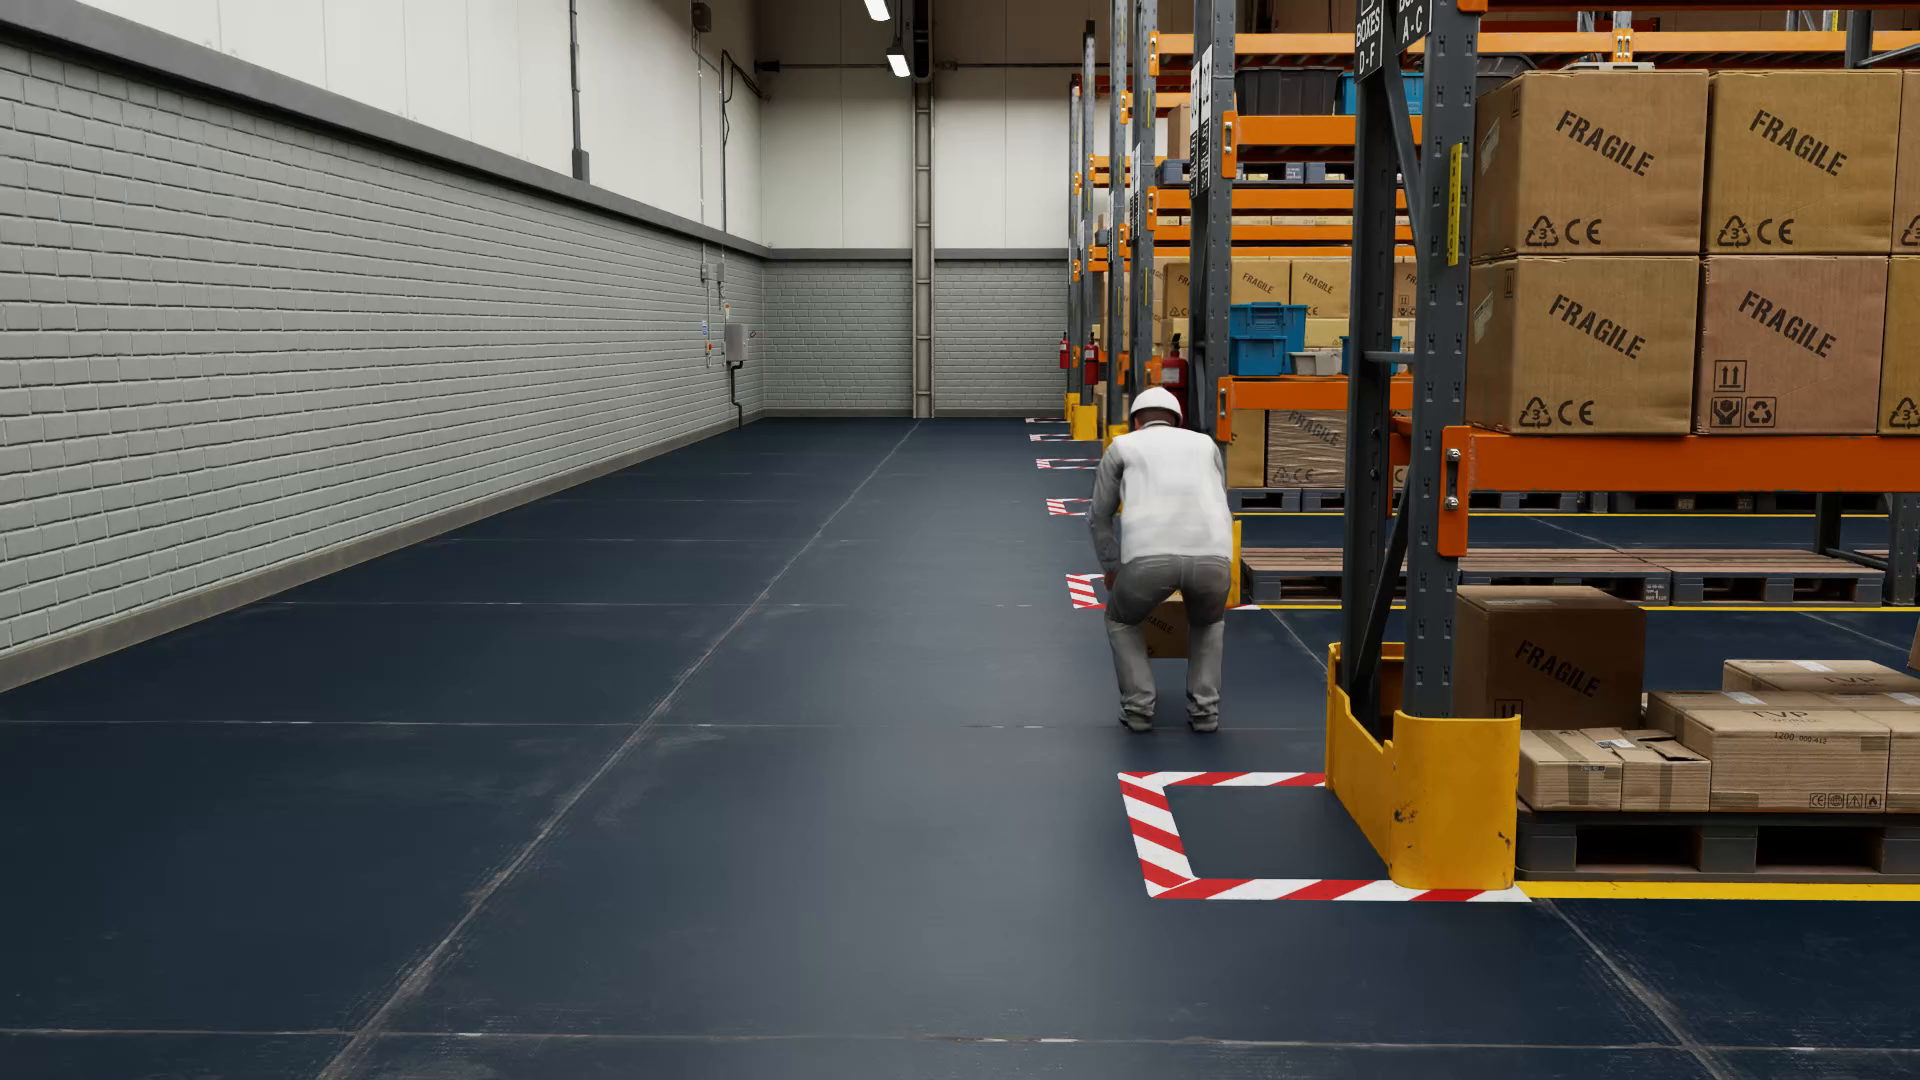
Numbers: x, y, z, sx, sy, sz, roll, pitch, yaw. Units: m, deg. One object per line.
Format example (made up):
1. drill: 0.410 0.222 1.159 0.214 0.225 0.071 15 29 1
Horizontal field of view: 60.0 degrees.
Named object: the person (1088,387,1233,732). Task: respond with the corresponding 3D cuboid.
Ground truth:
1. person: 0.819 0.069 6.778 0.590 1.363 0.797 0 7 1
